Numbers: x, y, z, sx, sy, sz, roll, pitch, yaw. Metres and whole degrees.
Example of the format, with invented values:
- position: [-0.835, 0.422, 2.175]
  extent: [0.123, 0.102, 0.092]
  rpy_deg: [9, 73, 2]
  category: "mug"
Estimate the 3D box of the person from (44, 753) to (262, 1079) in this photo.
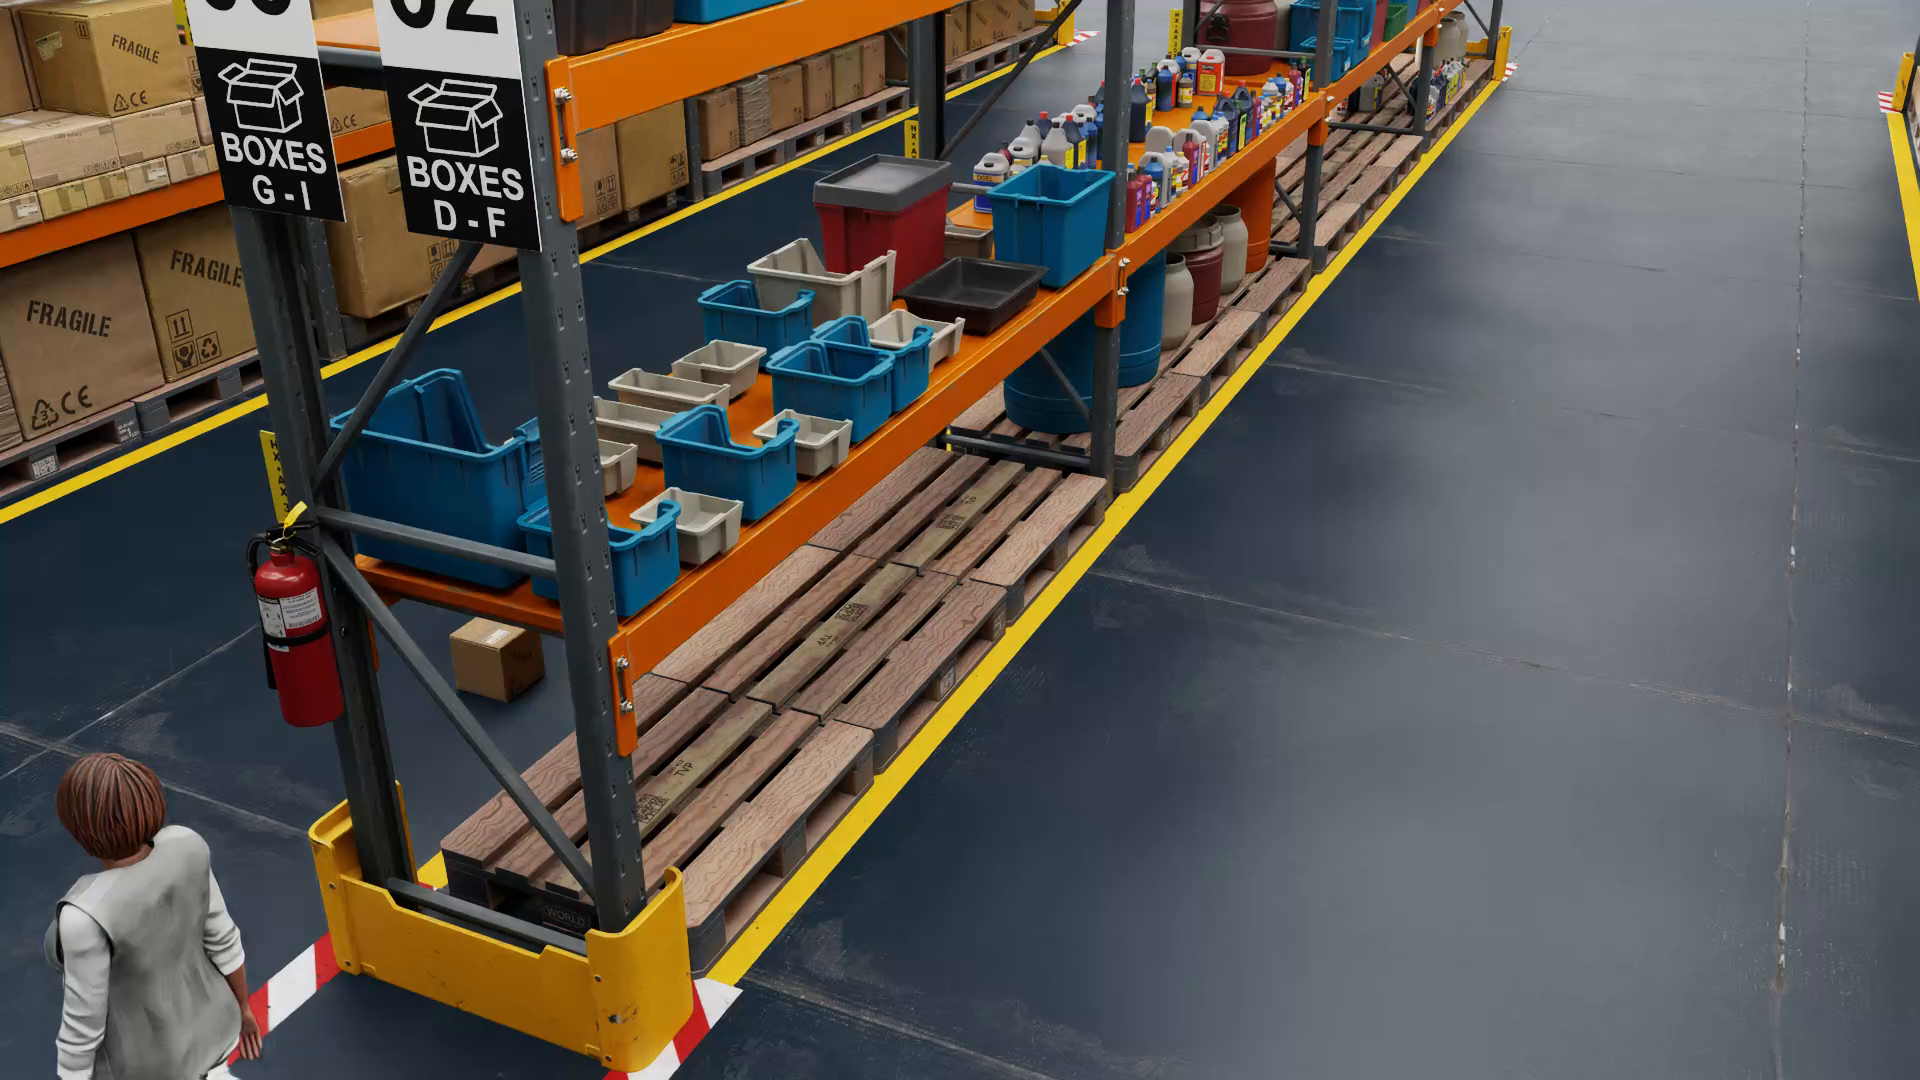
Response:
- position: [-1.759, 1.171, 3.744]
  extent: [0.747, 1.569, 0.447]
  rpy_deg: [7, 27, 14]
  category: "person"
